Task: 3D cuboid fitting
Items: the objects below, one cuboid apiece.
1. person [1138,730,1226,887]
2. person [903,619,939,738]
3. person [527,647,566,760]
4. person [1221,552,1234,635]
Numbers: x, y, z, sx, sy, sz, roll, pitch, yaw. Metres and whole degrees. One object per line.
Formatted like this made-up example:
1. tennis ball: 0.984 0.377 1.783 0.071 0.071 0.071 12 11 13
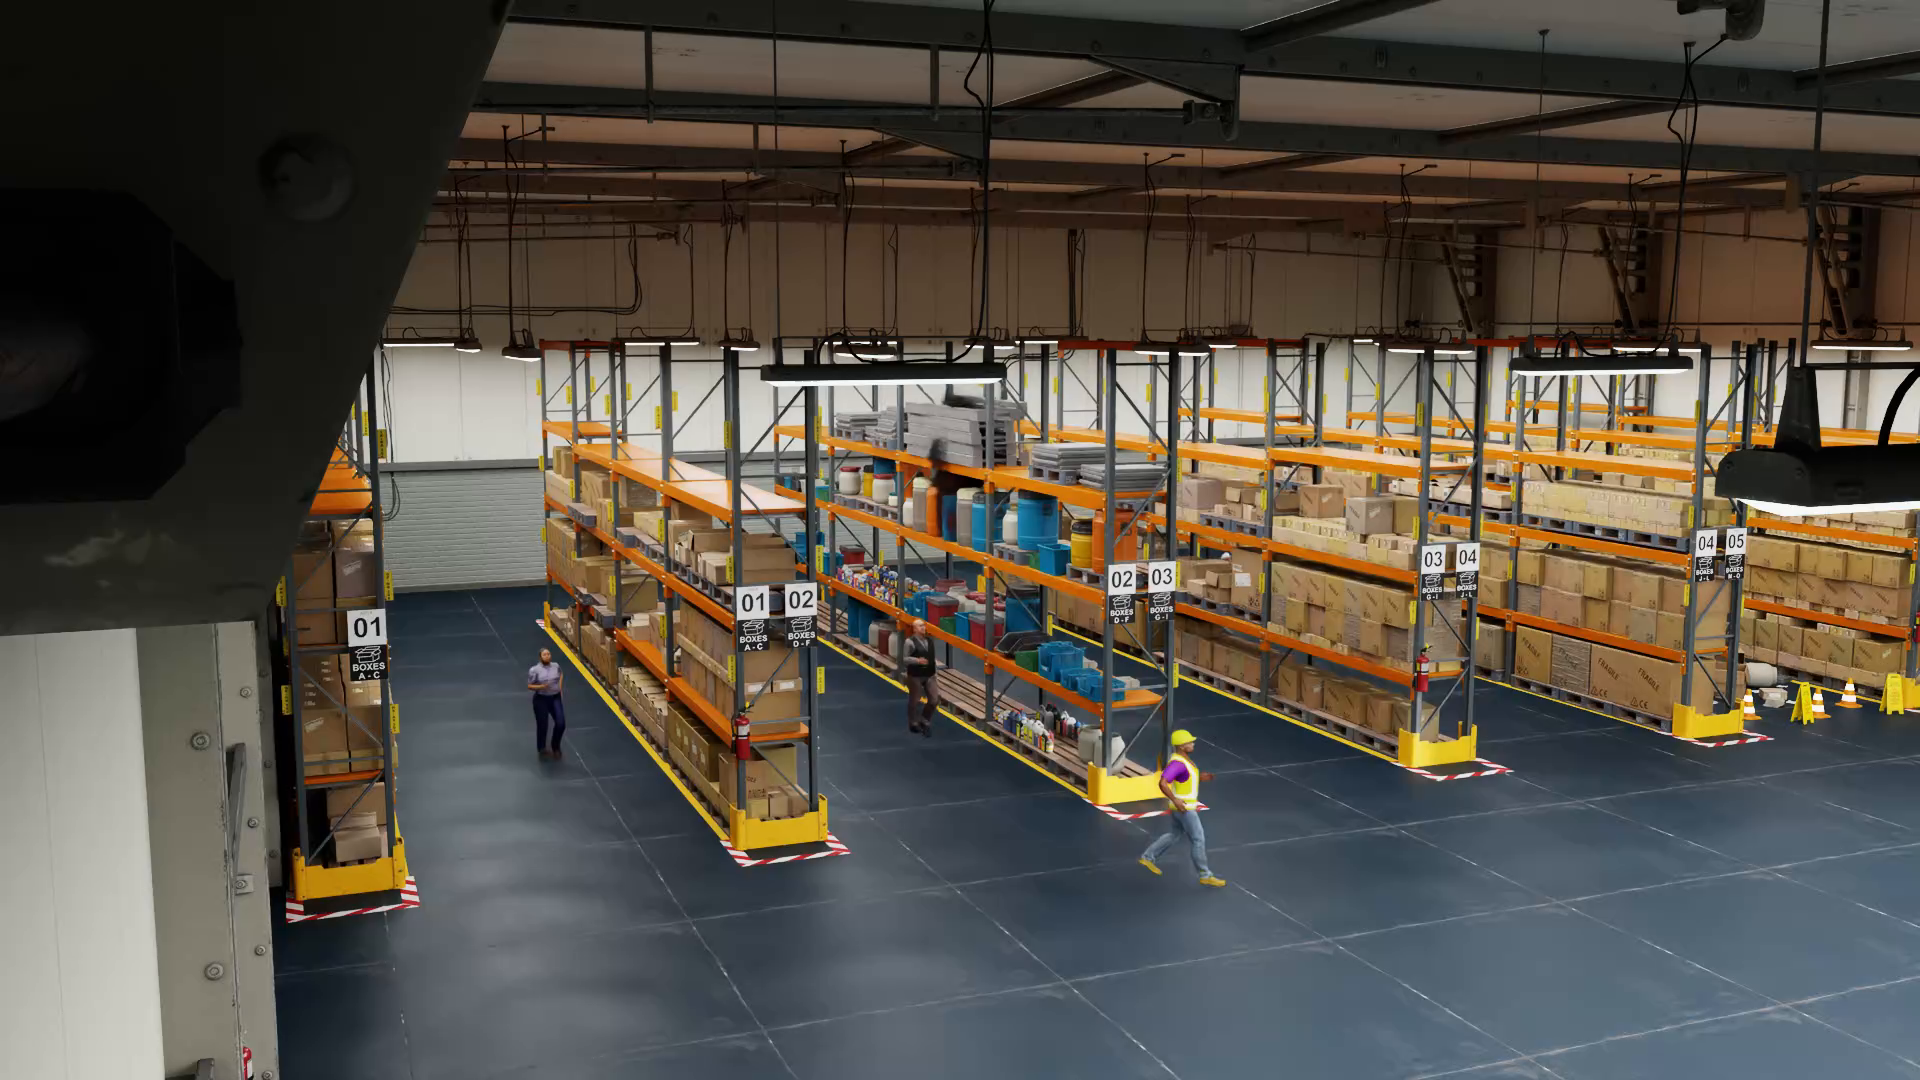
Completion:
1. person: 2.514 3.000 18.731 0.982 1.757 0.700 1 7 5
2. person: -0.532 2.052 24.416 0.642 1.783 0.651 -5 9 -32
3. person: -5.990 2.391 24.205 0.586 1.676 0.661 -4 9 -30
4. person: 5.355 1.148 33.118 0.635 1.809 0.681 -4 8 -26
